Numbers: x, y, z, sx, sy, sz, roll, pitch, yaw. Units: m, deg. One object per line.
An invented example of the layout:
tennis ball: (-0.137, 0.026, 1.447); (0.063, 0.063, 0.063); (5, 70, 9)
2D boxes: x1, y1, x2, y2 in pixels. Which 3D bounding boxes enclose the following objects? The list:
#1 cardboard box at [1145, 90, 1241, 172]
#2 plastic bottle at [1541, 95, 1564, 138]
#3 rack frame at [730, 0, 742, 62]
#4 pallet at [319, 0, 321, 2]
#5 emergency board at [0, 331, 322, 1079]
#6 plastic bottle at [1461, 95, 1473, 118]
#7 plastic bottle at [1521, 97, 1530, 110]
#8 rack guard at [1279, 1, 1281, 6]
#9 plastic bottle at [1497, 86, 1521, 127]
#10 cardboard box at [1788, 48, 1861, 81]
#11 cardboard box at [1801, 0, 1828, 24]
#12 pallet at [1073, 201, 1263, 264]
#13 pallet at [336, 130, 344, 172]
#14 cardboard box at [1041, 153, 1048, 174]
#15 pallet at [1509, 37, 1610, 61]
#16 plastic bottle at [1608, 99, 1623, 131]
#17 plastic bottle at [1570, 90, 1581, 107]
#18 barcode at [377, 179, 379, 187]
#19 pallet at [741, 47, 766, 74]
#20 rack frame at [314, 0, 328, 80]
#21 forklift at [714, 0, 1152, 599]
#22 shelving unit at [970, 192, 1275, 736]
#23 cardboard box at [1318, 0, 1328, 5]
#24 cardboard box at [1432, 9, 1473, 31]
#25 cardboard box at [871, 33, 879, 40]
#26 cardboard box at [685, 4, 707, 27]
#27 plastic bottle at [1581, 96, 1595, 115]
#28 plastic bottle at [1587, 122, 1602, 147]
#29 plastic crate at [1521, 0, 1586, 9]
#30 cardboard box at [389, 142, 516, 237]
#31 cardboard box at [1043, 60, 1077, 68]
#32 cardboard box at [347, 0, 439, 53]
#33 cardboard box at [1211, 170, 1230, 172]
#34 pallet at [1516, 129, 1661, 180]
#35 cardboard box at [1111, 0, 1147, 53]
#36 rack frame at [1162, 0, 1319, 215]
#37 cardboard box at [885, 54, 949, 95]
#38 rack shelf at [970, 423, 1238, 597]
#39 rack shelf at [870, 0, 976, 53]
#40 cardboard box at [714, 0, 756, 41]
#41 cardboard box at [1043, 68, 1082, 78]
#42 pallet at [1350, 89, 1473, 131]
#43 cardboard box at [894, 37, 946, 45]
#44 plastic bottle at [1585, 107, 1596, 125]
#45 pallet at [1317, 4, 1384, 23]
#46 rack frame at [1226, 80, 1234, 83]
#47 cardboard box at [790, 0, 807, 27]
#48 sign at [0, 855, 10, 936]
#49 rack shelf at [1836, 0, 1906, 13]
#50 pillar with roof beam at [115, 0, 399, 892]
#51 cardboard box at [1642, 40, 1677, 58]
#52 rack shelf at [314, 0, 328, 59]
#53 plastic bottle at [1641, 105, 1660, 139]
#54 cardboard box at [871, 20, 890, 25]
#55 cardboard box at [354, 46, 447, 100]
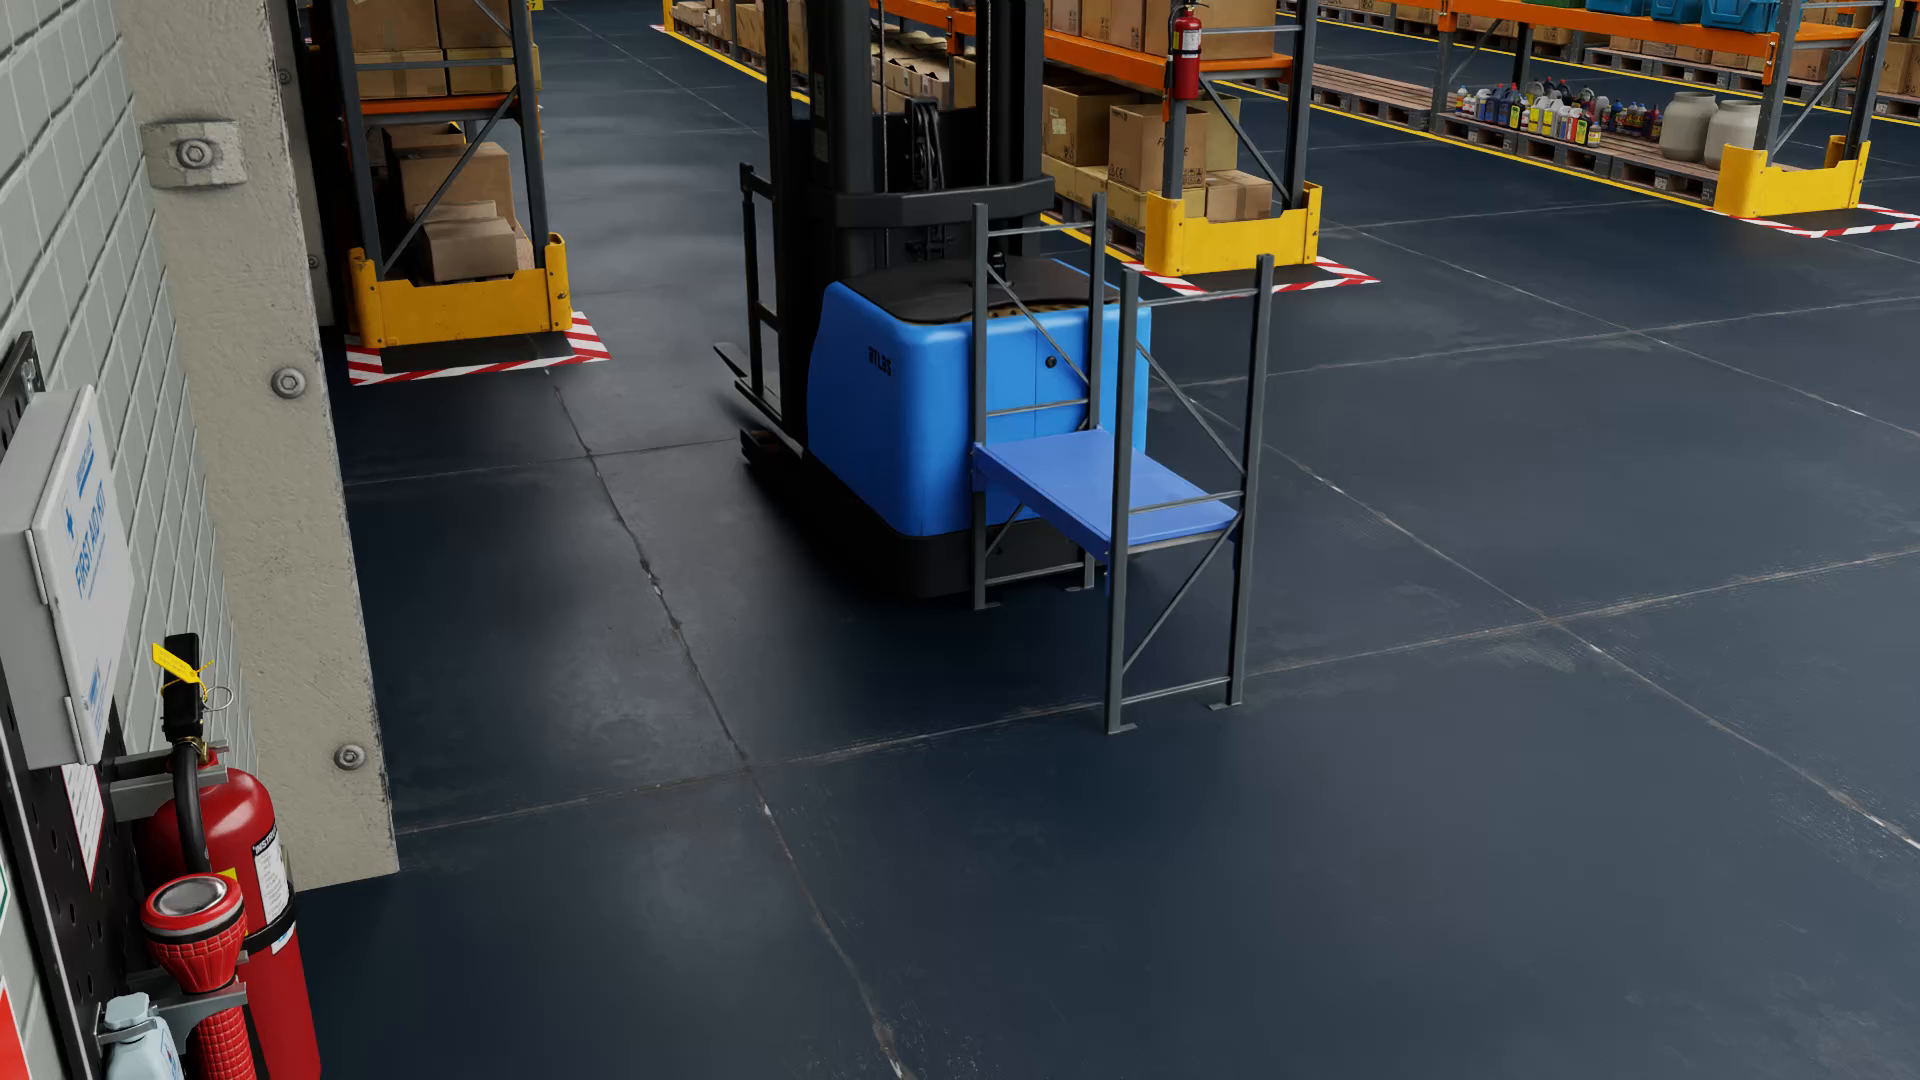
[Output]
cardboard box: (1.647, -2.921, 11.870); (0.500, 0.500, 0.500); (-8, 24, -19)
plastic bottle: (5.209, -3.715, 14.564); (0.144, 0.351, 0.185); (-7, 24, -17)
rack frame: (-2.432, -7.603, 20.943); (1.000, 3.000, 0.127); (-8, 24, -19)
pallet: (-5.301, -5.136, 15.336); (1.213, 0.211, 1.003); (-8, 24, -19)
emergency board: (-0.926, 0.386, 1.988); (0.194, 1.169, 0.643); (-8, 24, -19)
plastic bottle: (4.768, -4.075, 15.608); (0.097, 0.201, 0.097); (0, 23, 0)
plastic bottle: (5.080, -3.853, 14.991); (0.097, 0.271, 0.097); (0, 23, 0)
rack guard: (5.415, -9.271, 28.119); (1.175, 0.500, 0.348); (-8, 24, -19)
plastic bottle: (4.993, -3.937, 15.091); (0.144, 0.351, 0.185); (-9, 25, -21)
cardboard box: (9.466, -5.331, 18.204); (0.700, 0.500, 0.500); (-10, 25, -23)
cardboard box: (12.269, -7.585, 23.578); (0.500, 0.500, 0.500); (-7, 24, -17)
pallet: (1.498, -2.230, 11.785); (1.003, 0.211, 1.213); (-8, 24, -19)
pallet: (-4.950, -3.457, 14.696); (1.003, 0.211, 1.213); (-8, 24, -19)
cardboard box: (0.800, -2.867, 12.705); (0.500, 0.250, 0.500); (-8, 24, -19)
pallet: (8.042, -6.519, 21.962); (1.003, 0.211, 1.213); (-8, 24, -19)
plastic bottle: (5.865, -3.802, 14.872); (0.097, 0.271, 0.097); (0, 23, 0)
plastic bottle: (5.691, -4.007, 15.344); (0.061, 0.283, 0.133); (-7, 24, -15)
barcode: (-4.219, -2.587, 12.054); (0.001, 0.075, 0.075); (-8, 24, -19)
pallet: (-2.109, -6.027, 20.795); (1.003, 0.211, 1.213); (-8, 24, -19)
rack frame: (-7.065, -6.922, 19.327); (1.000, 3.000, 0.127); (-8, 24, -19)
forklift: (-0.344, -1.676, 6.970); (1.130, 2.935, 3.031); (-10, 25, -22)
shelving unit: (0.484, -0.293, 5.530); (0.538, 1.500, 1.048); (-10, 25, -22)
cardboard box: (6.046, -9.076, 26.633); (0.875, 0.875, 0.875); (-8, 24, -19)
cardboard box: (7.398, -7.621, 23.180); (1.225, 0.875, 0.875); (-9, 25, -21)
cardboard box: (-1.109, -5.104, 17.291); (0.500, 0.311, 0.500); (-7, 24, -17)
cardboard box: (-3.565, -7.392, 23.416); (0.500, 0.250, 0.500); (-8, 24, -19)
plastic bottle: (5.663, -3.869, 15.016); (0.061, 0.283, 0.133); (-8, 24, -19)
plastic bottle: (5.383, -3.441, 14.106); (0.097, 0.201, 0.097); (0, 23, 0)
plastic crate: (5.245, -4.745, 14.434); (0.450, 0.188, 0.662); (-8, 24, -19)
cardboard box: (-3.400, -2.357, 11.148); (0.700, 0.500, 0.500); (-10, 25, -22)
cardboard box: (0.928, -3.646, 13.589); (0.500, 0.500, 0.500); (-8, 24, -19)
cardboard box: (-3.191, -2.989, 9.199); (0.500, 0.500, 0.500); (-9, 24, -20)
cardboard box: (1.646, -2.575, 12.015); (0.500, 0.250, 0.500); (-8, 24, -19)
pallet: (5.662, -3.395, 14.551); (1.003, 0.211, 1.213); (-8, 24, -19)
cardboard box: (1.464, -3.650, 11.436); (0.700, 0.500, 0.500); (-8, 24, -18)
rack frame: (1.807, -3.242, 10.598); (1.000, 3.000, 0.127); (-8, 24, -19)
cardboard box: (-0.381, -4.358, 15.523); (0.500, 0.311, 0.500); (-8, 24, -19)
rack shelf: (0.484, -0.127, 5.600); (0.538, 0.185, 1.000); (-10, 25, -22)
rack shelf: (-0.313, -5.091, 15.910); (1.077, 0.370, 4.000); (-8, 24, -19)
cardboard box: (-2.899, -6.822, 21.742); (0.500, 0.500, 0.500); (-8, 24, -19)
cardboard box: (0.618, -3.393, 12.989); (0.500, 0.500, 0.500); (-8, 24, -19)
pallet: (4.716, -4.369, 16.861); (1.003, 0.211, 1.213); (-8, 24, -19)
cardboard box: (-0.414, -4.990, 17.021); (0.500, 0.311, 0.500); (-9, 24, -20)
plastic bottle: (5.419, -3.589, 14.351); (0.061, 0.283, 0.133); (-8, 24, -19)
pallet: (6.207, -8.407, 26.440); (1.003, 0.211, 1.213); (-8, 24, -19)
rack frame: (3.616, -6.828, 19.104); (1.000, 3.000, 0.127); (-8, 24, -19)
cardboard box: (-1.593, -5.873, 18.526); (0.500, 0.250, 0.500); (-7, 24, -17)
sign: (-0.820, 0.338, 1.375); (0.001, 0.109, 0.331); (-8, 24, -19)
rack shelf: (8.956, -6.449, 19.131); (1.077, 0.370, 4.000); (-8, 24, -19)
pillar with roof beam: (2.265, -3.872, 4.368); (9.100, 9.000, 0.400); (-8, 24, -19)
cardboard box: (8.713, -6.117, 20.071); (0.700, 0.500, 0.500); (-10, 25, -23)
rack shelf: (-4.946, -4.410, 14.294); (1.077, 0.370, 4.000); (-8, 24, -19)
plastic bottle: (6.031, -3.658, 14.515); (0.061, 0.283, 0.133); (-8, 24, -18)
cardboard box: (-1.103, -5.594, 18.829); (0.500, 0.500, 0.500); (-9, 25, -21)
cardboard box: (-3.172, -2.645, 9.347); (0.500, 0.250, 0.500); (-8, 24, -18)
